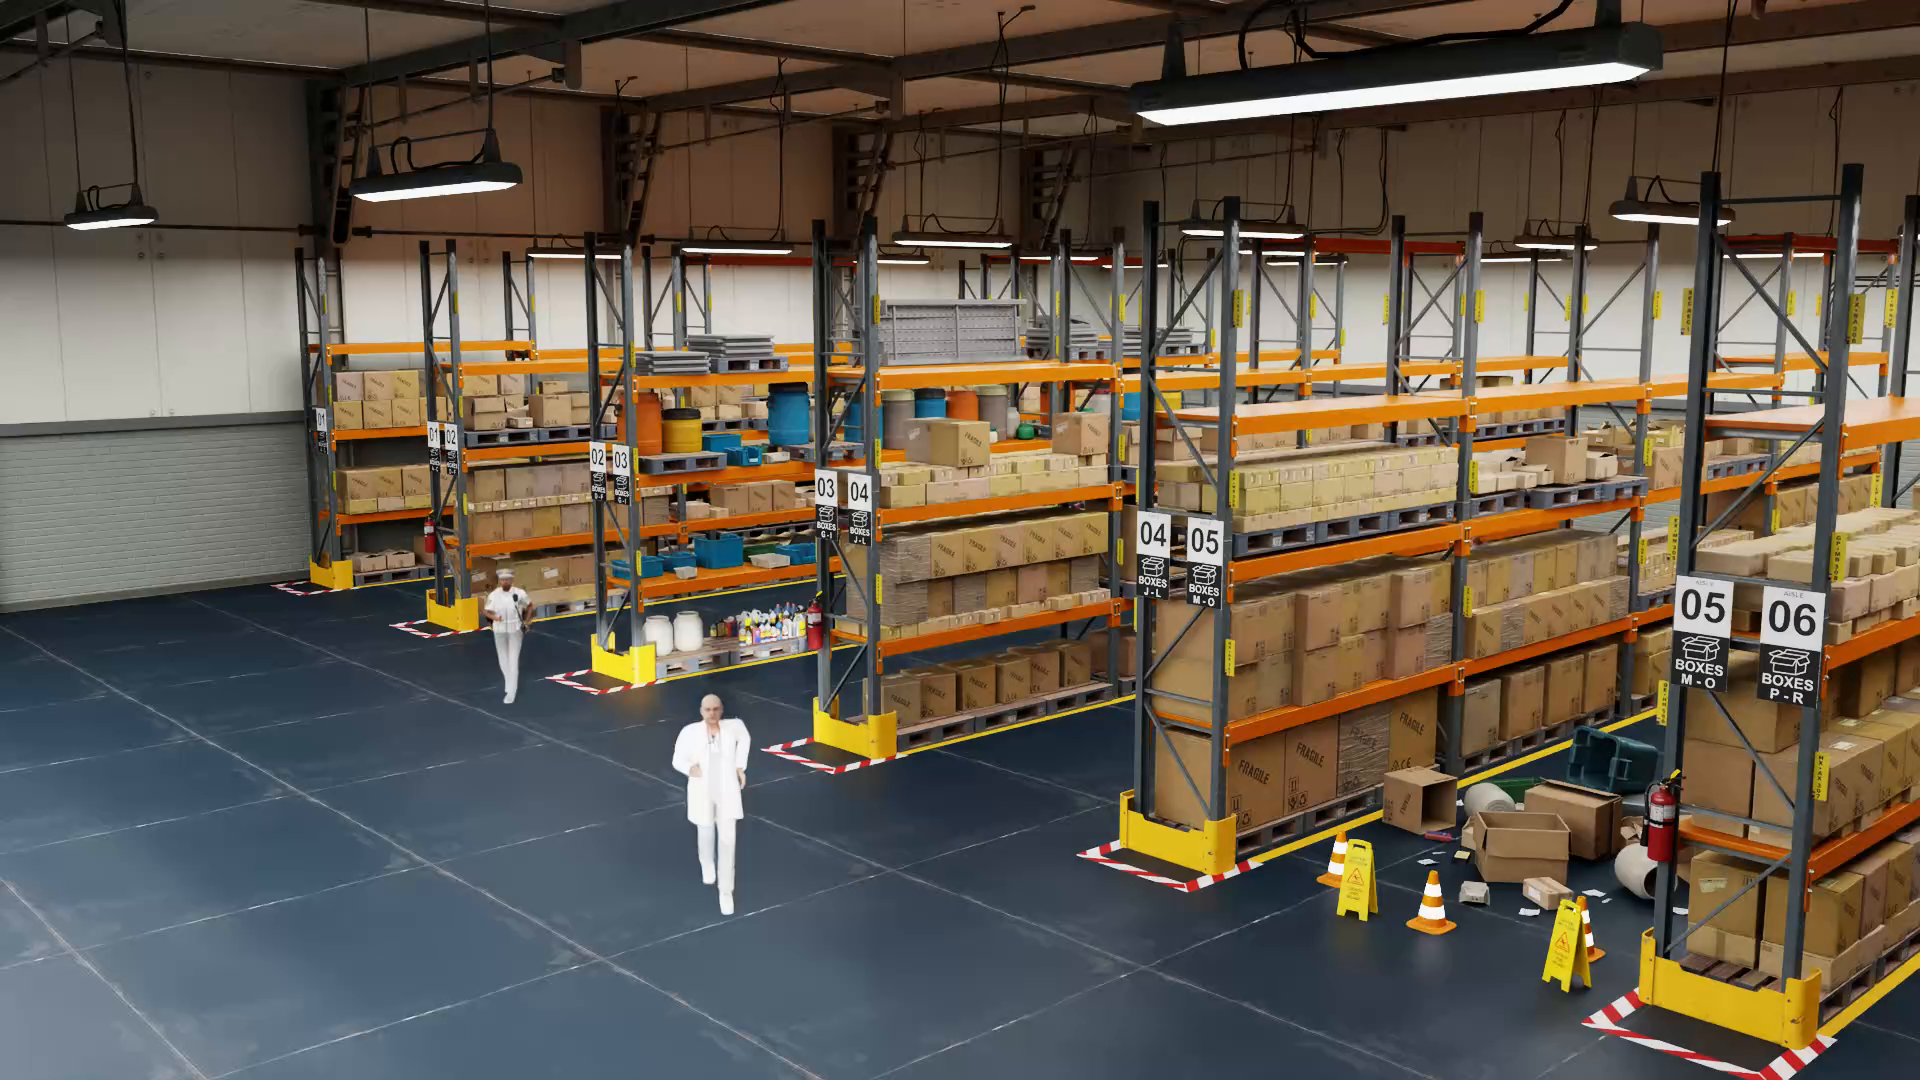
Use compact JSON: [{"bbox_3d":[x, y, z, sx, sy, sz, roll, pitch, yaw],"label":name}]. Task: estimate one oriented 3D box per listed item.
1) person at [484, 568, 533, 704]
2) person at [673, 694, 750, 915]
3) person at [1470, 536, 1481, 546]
[{"bbox_3d":[-5.798,1.187,21.349,0.589,1.685,0.855,-1,8,-5],"label":"person"},{"bbox_3d":[-2.124,2.191,14.295,0.663,1.805,1.000,-1,8,-8],"label":"person"},{"bbox_3d":[7.703,0.699,25.049,0.540,1.579,0.888,8,12,44],"label":"person"}]
